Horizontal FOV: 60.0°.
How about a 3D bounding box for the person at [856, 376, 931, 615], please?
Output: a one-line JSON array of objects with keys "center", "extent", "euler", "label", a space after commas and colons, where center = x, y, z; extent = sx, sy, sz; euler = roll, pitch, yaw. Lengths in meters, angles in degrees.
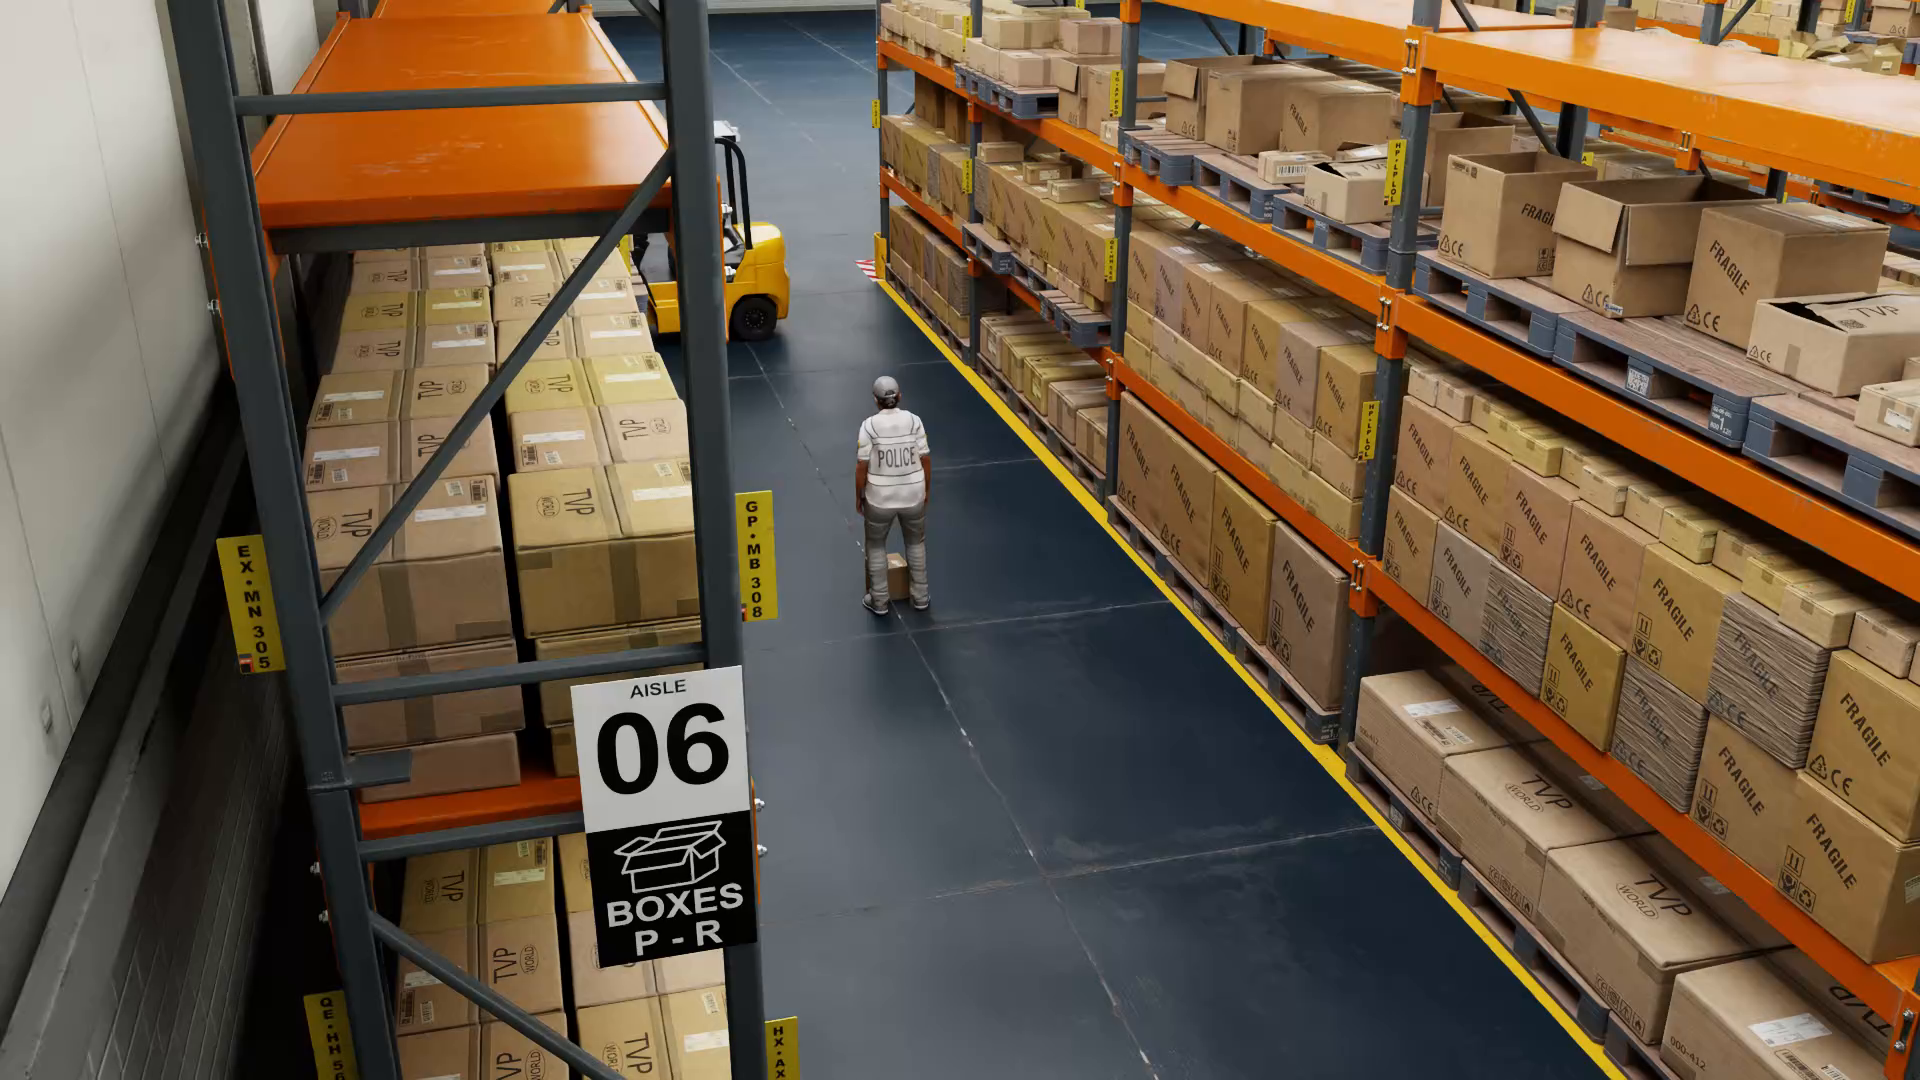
[{"center": [-0.455, -0.302, 11.341], "extent": [0.537, 1.666, 0.454], "euler": [-6, 24, -14], "label": "person"}]
